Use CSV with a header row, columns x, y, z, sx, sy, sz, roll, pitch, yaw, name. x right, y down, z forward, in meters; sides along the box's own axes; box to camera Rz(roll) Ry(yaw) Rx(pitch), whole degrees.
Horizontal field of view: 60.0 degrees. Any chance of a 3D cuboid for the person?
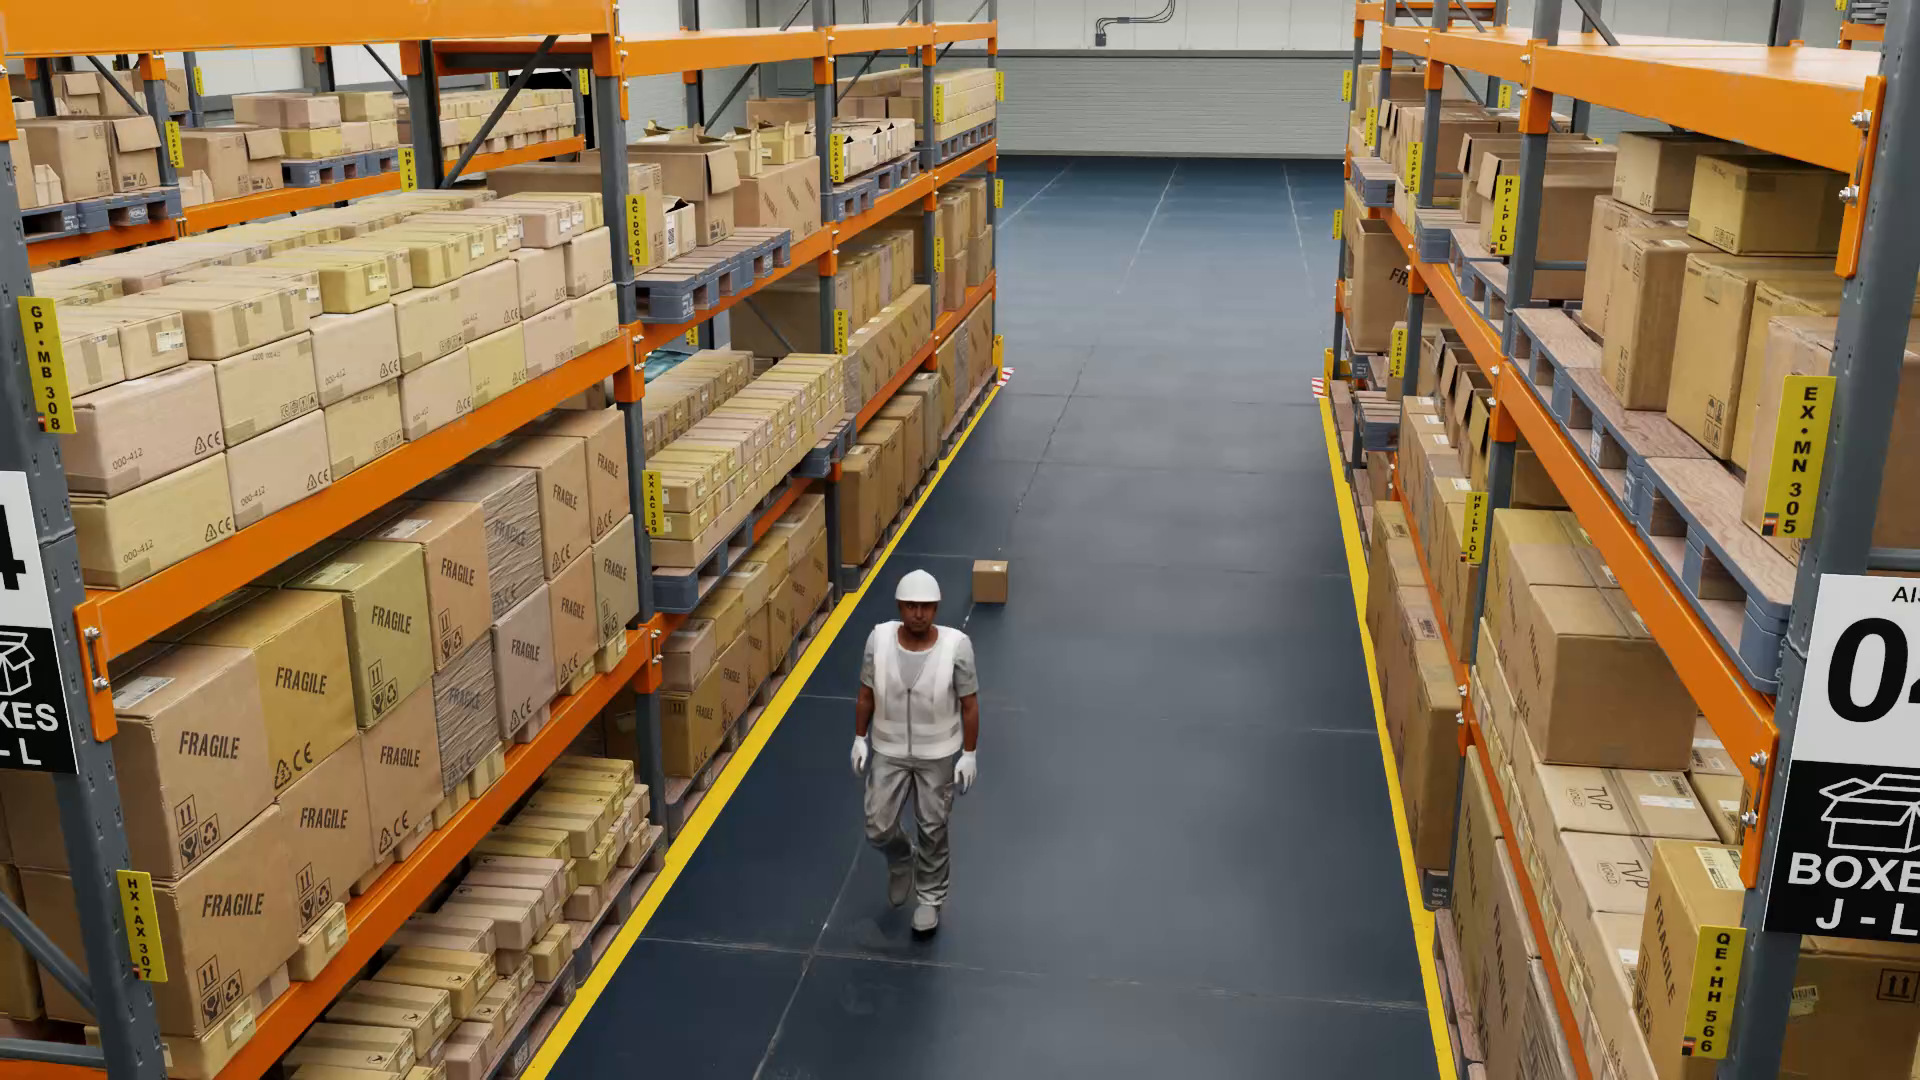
x,y,z,sx,sy,sz,roll,pitch,yaw,name
-0.220,0.988,7.829,0.615,1.776,0.484,3,18,8,person
